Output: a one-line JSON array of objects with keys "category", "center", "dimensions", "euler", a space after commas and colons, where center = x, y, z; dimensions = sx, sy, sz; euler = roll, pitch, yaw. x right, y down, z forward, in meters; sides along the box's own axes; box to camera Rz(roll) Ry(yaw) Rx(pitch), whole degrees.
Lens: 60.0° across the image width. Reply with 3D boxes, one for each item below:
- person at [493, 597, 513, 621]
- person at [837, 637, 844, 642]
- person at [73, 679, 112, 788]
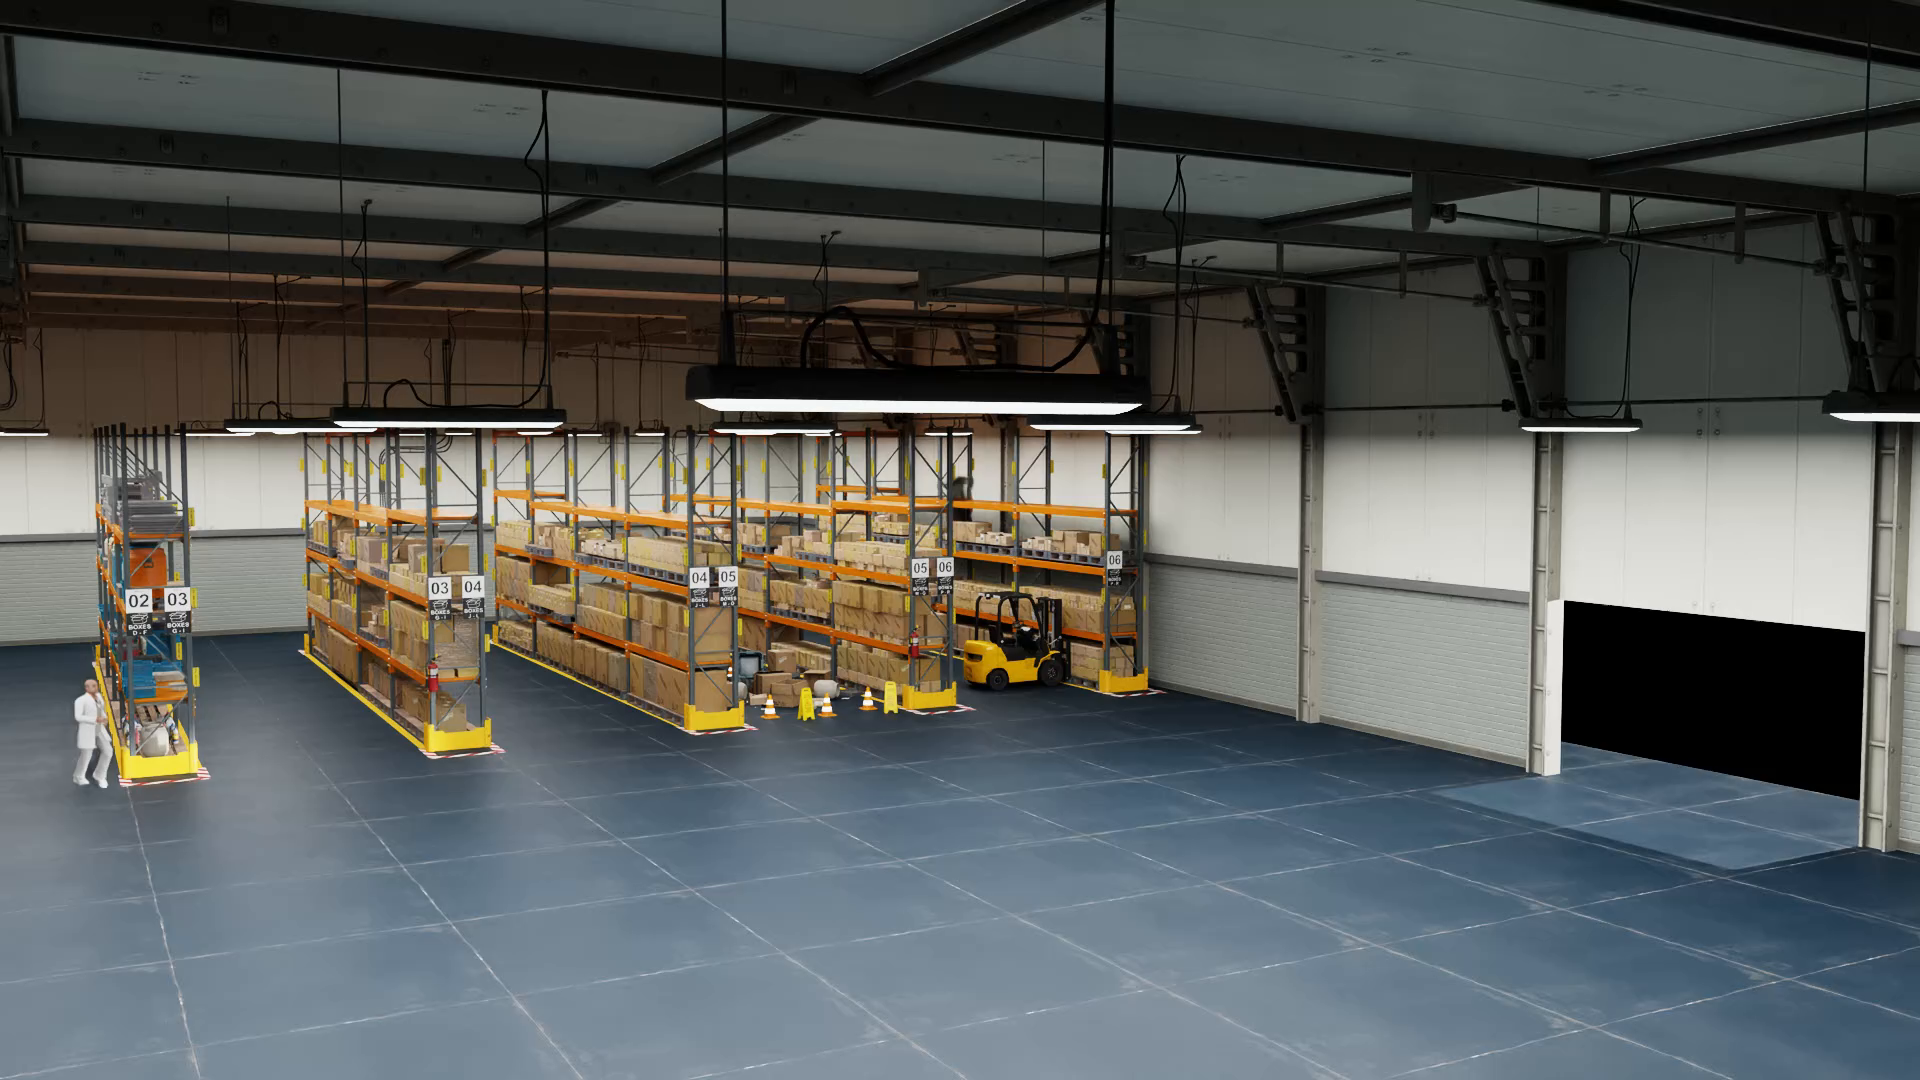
[{"category": "person", "center": [-13.442, 2.011, 48.872], "dimensions": [0.568, 1.517, 0.891], "euler": [1, 4, 16]}, {"category": "person", "center": [-3.210, 2.064, 46.803], "dimensions": [0.835, 1.639, 0.550], "euler": [2, 4, 27]}, {"category": "person", "center": [-14.238, 3.203, 27.317], "dimensions": [0.808, 1.851, 0.725], "euler": [1, 4, 23]}]
